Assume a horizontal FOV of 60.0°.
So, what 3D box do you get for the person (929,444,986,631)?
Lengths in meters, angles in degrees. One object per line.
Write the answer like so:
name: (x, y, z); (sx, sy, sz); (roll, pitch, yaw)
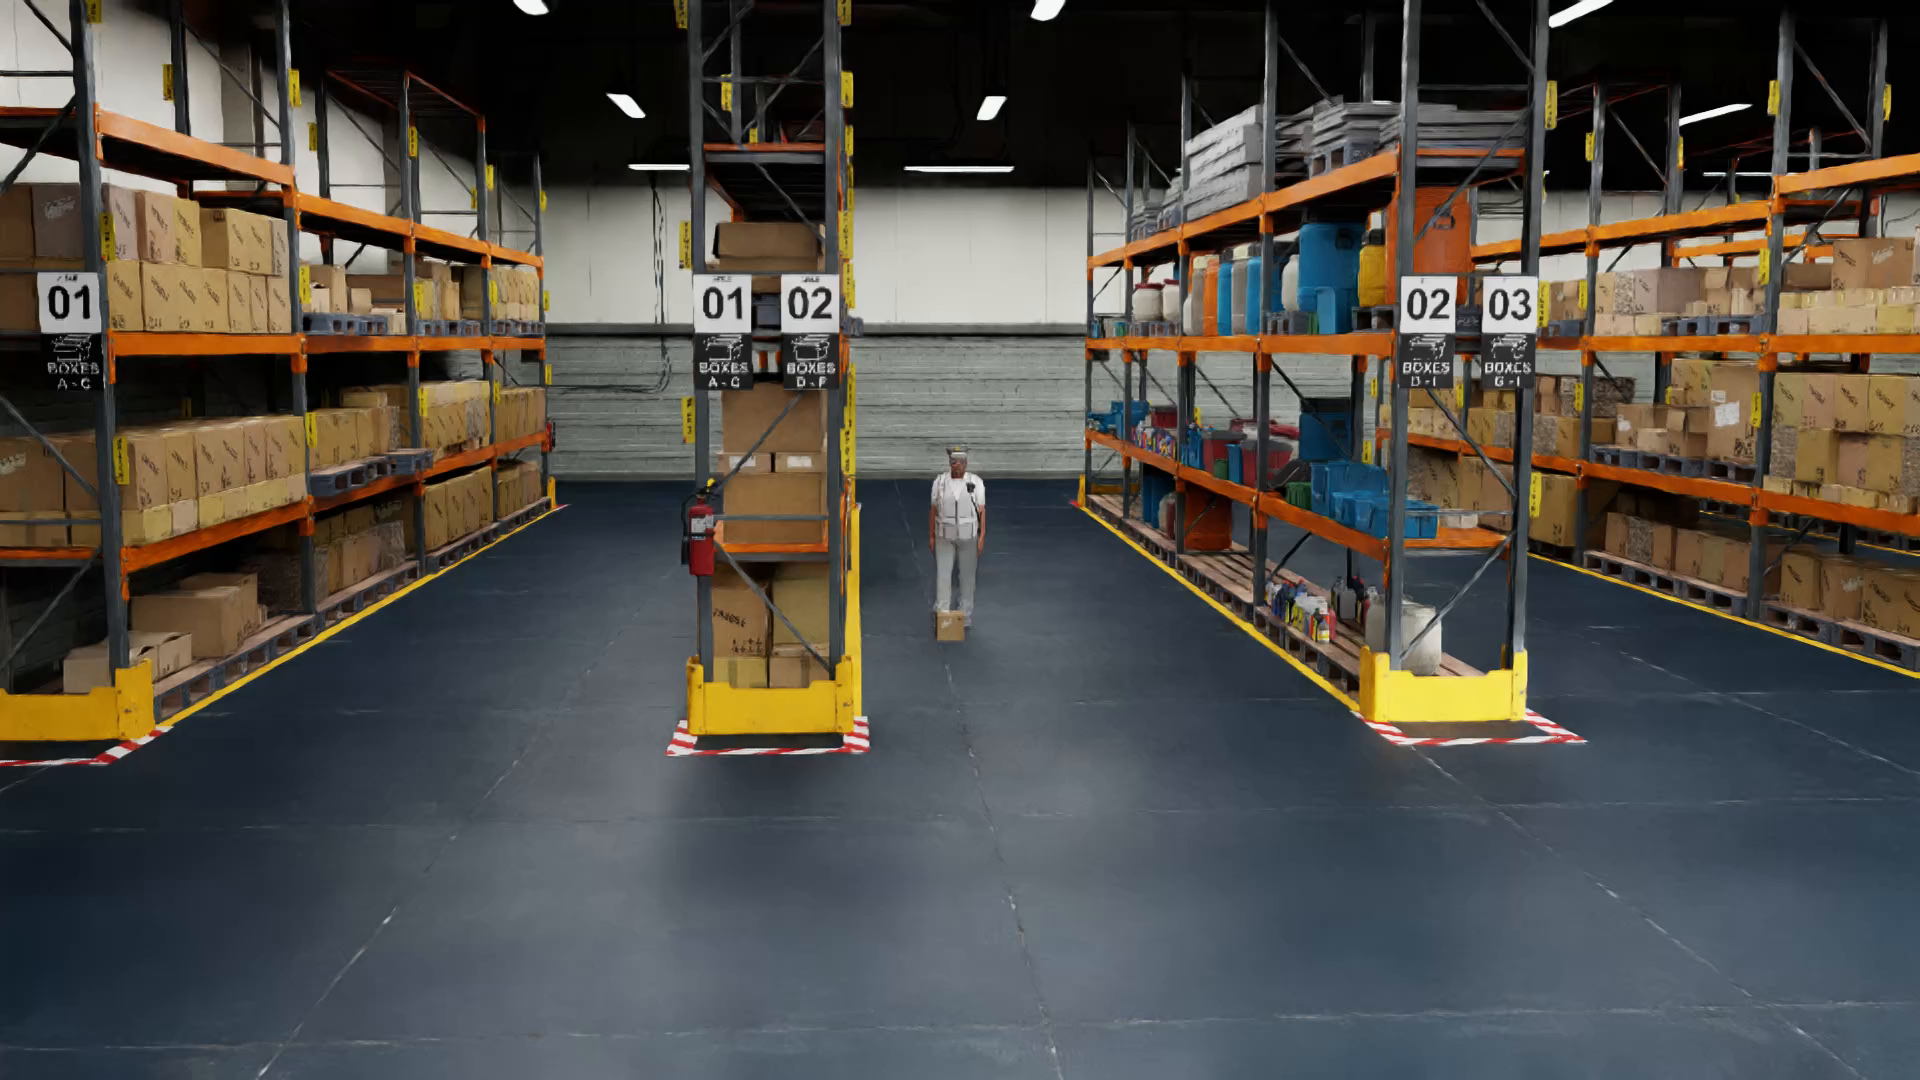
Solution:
person: (-0.020, -0.021, 15.770); (0.539, 1.760, 0.683); (0, 7, -2)
